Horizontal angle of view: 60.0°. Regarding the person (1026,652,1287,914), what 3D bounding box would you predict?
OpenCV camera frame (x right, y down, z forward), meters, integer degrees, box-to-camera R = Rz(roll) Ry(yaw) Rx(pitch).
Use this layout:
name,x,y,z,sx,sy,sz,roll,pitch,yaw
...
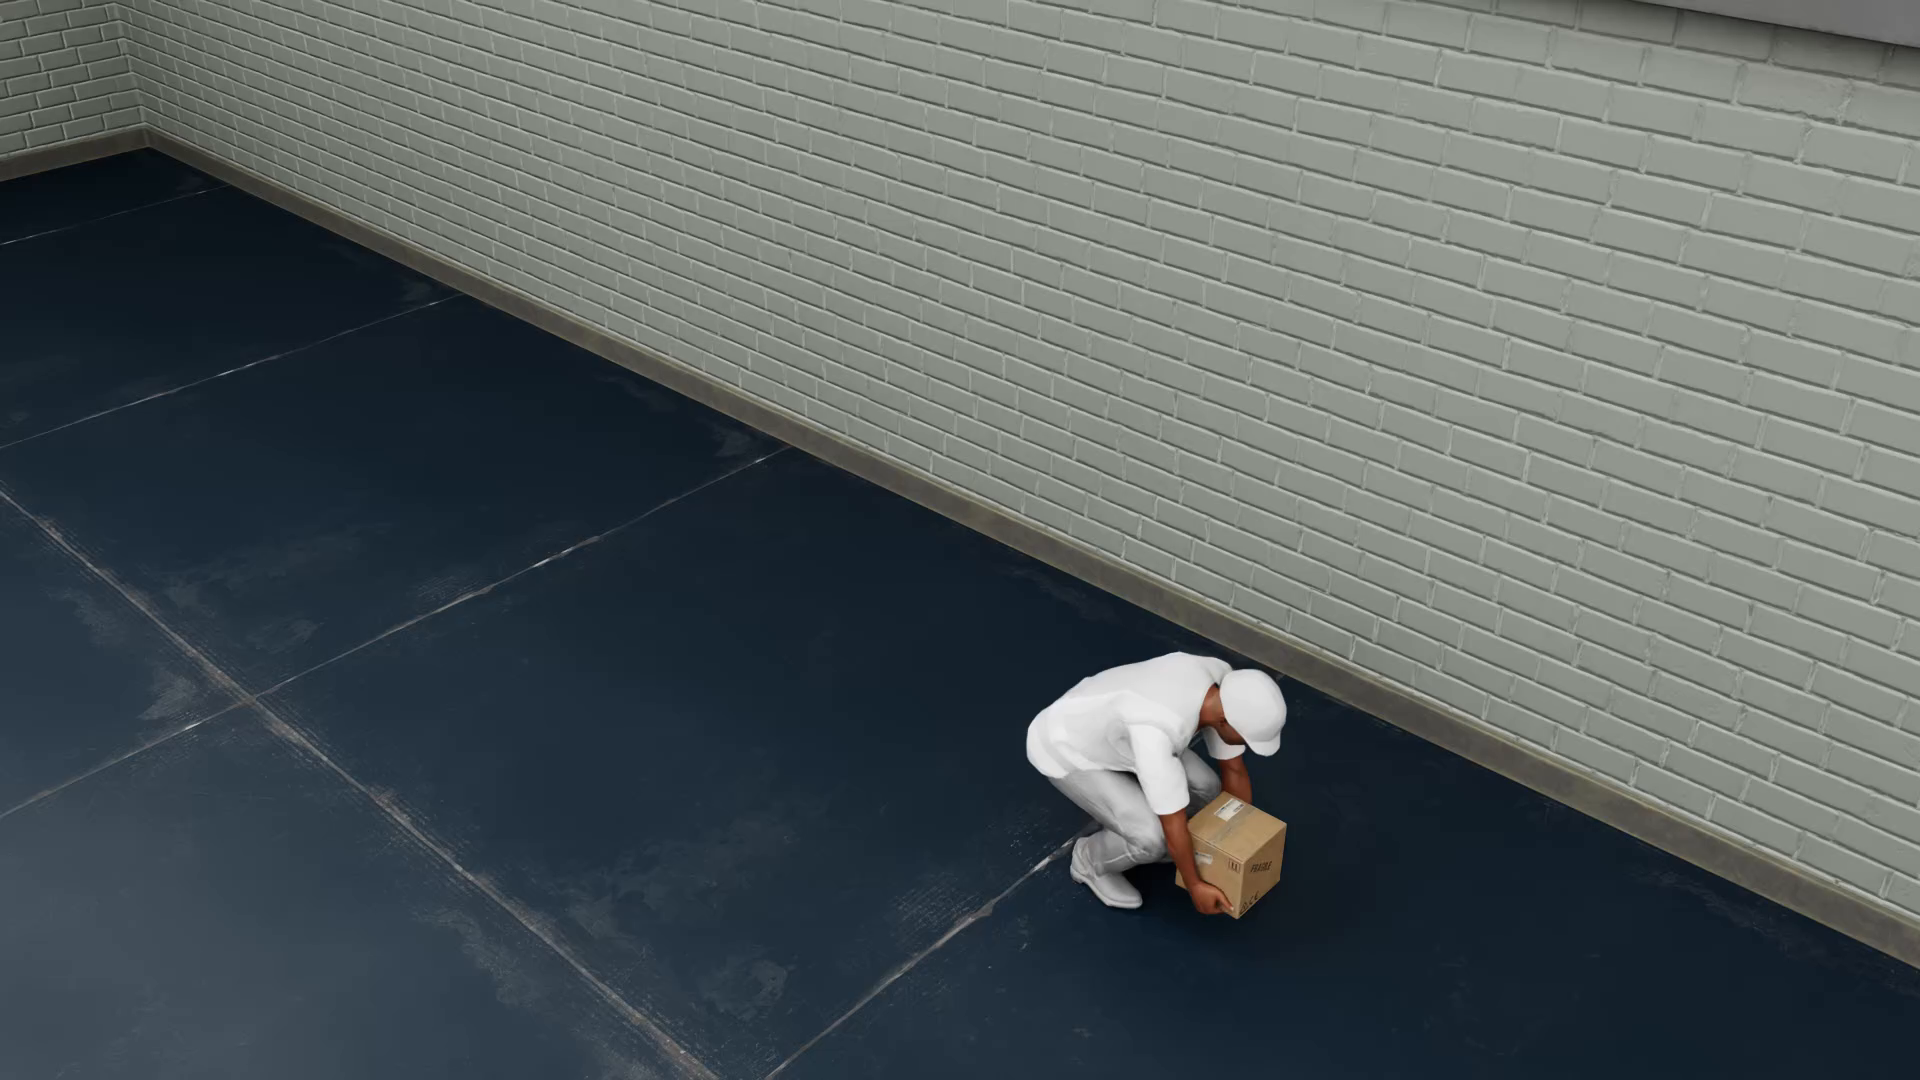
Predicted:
name,x,y,z,sx,sy,sz,roll,pitch,yaw
person,0.670,0.756,5.592,0.887,1.017,0.541,24,39,34
